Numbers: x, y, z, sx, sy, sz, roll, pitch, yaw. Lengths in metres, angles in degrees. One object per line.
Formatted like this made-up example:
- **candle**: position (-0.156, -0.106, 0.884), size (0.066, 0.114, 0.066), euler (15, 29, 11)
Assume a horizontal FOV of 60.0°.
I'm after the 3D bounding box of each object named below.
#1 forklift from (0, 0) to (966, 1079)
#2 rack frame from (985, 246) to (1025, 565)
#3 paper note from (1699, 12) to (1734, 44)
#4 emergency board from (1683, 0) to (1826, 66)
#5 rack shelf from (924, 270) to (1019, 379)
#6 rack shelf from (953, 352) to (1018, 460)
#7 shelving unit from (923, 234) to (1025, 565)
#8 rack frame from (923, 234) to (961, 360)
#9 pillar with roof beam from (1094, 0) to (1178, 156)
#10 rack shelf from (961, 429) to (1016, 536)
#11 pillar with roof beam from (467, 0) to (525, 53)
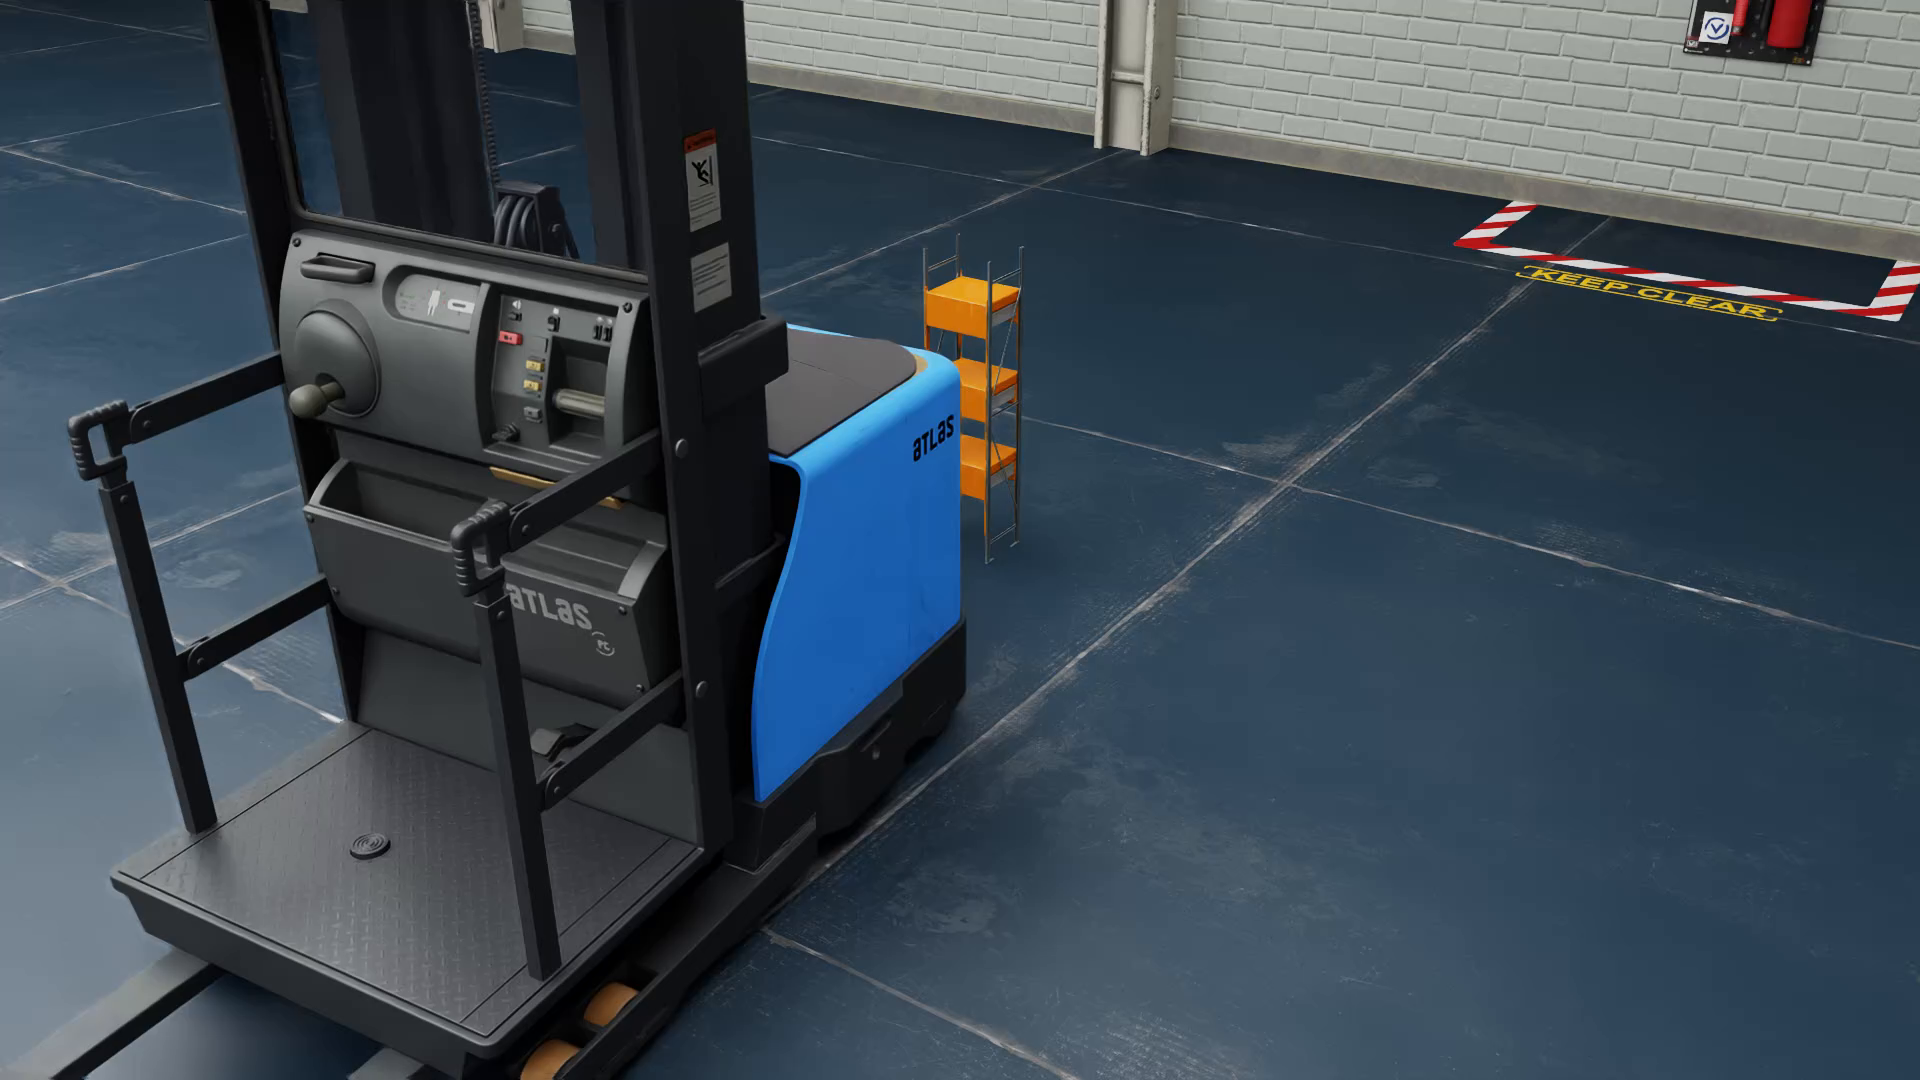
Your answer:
- **forklift**: position (-1.128, -0.347, 3.200), size (1.130, 2.935, 3.031), euler (14, 30, 25)
- **rack frame**: position (0.145, -0.423, 5.423), size (0.008, 1.050, 0.200), euler (17, 32, 30)
- **paper note**: position (3.934, -2.665, 8.650), size (0.142, 0.148, 0.016), euler (17, 32, 30)
- **emergency board**: position (4.041, -2.986, 8.310), size (0.643, 1.169, 0.194), euler (17, 32, 30)
- **rack shelf**: position (0.044, -0.698, 5.361), size (0.240, 0.259, 0.215), euler (17, 32, 30)
- **rack shelf**: position (0.044, -0.445, 5.490), size (0.240, 0.259, 0.215), euler (17, 32, 30)
- **shelving unit**: position (0.044, -0.454, 5.485), size (0.252, 1.050, 0.215), euler (17, 32, 30)
- **rack frame**: position (-0.056, -0.485, 5.546), size (0.008, 1.050, 0.200), euler (17, 32, 30)
- **pillar with roof beam**: position (-1.326, -4.942, 5.540), size (0.400, 9.000, 9.100), euler (17, 32, 30)
- **rack shelf**: position (0.044, -0.197, 5.616), size (0.240, 0.259, 0.215), euler (17, 32, 30)
- **pillar with roof beam**: position (-6.272, -6.483, 8.567), size (0.400, 9.000, 9.100), euler (17, 32, 30)
